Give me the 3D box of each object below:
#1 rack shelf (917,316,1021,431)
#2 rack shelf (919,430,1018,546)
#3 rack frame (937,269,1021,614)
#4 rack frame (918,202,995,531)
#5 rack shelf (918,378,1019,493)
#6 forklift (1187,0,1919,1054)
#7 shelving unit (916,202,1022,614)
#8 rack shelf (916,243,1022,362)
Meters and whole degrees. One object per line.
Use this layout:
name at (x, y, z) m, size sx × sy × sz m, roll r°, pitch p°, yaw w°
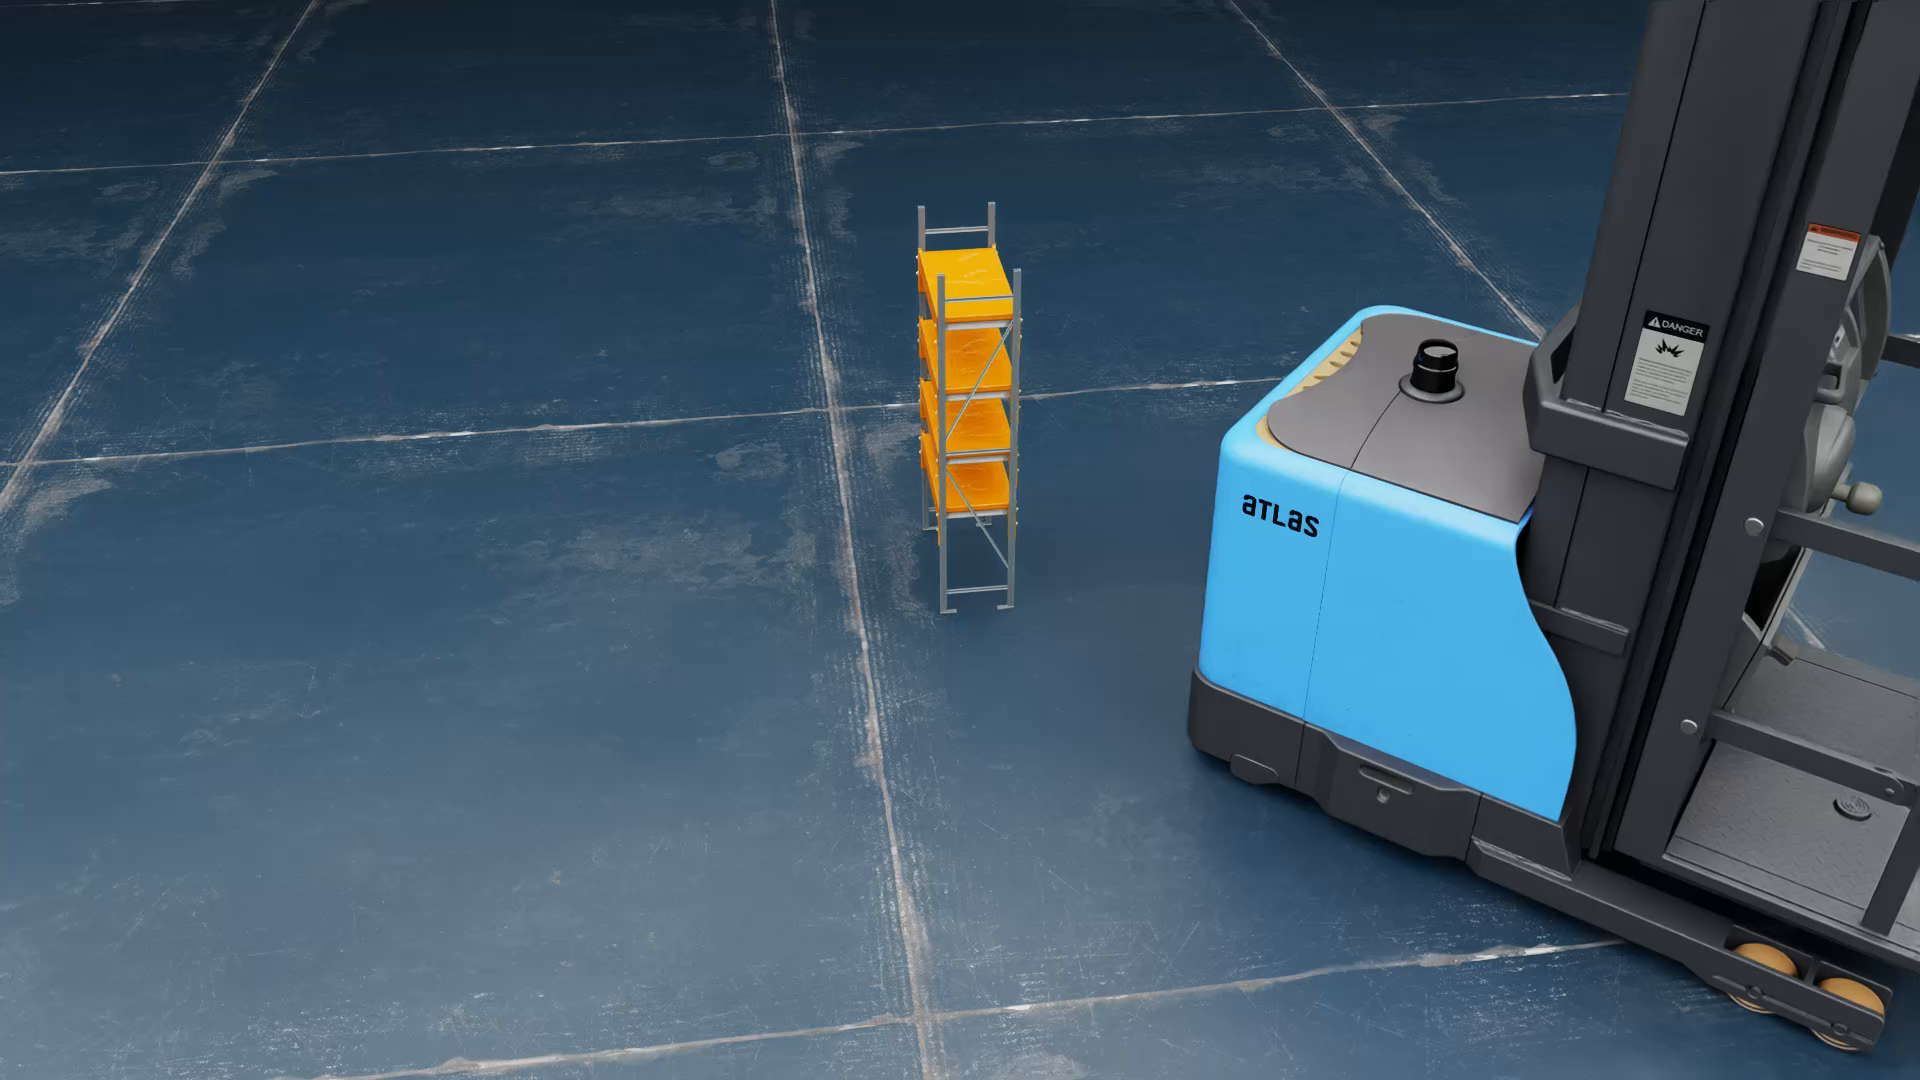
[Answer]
rack shelf at (0.022, -0.533, 5.188) m, size 0.258 × 0.148 × 0.480 m, roll -4°, pitch 35°, yaw -6°
rack shelf at (0.022, -0.184, 5.426) m, size 0.258 × 0.148 × 0.480 m, roll -4°, pitch 35°, yaw -6°
rack frame at (0.055, -0.267, 5.077) m, size 0.240 × 1.200 × 0.015 m, roll -4°, pitch 35°, yaw -6°
rack frame at (-0.011, -0.540, 5.476) m, size 0.240 × 1.200 × 0.015 m, roll -4°, pitch 35°, yaw -6°
rack shelf at (0.022, -0.348, 5.314) m, size 0.258 × 0.148 × 0.480 m, roll -4°, pitch 35°, yaw -6°
forklift at (2.159, -0.340, 3.647) m, size 3.031 × 2.935 × 1.130 m, roll 21°, pitch 40°, yaw 28°
shelving unit at (0.022, -0.403, 5.277) m, size 0.258 × 1.200 × 0.503 m, roll -4°, pitch 35°, yaw -6°
rack shelf at (0.022, -0.728, 5.055) m, size 0.258 × 0.148 × 0.480 m, roll -4°, pitch 35°, yaw -6°
